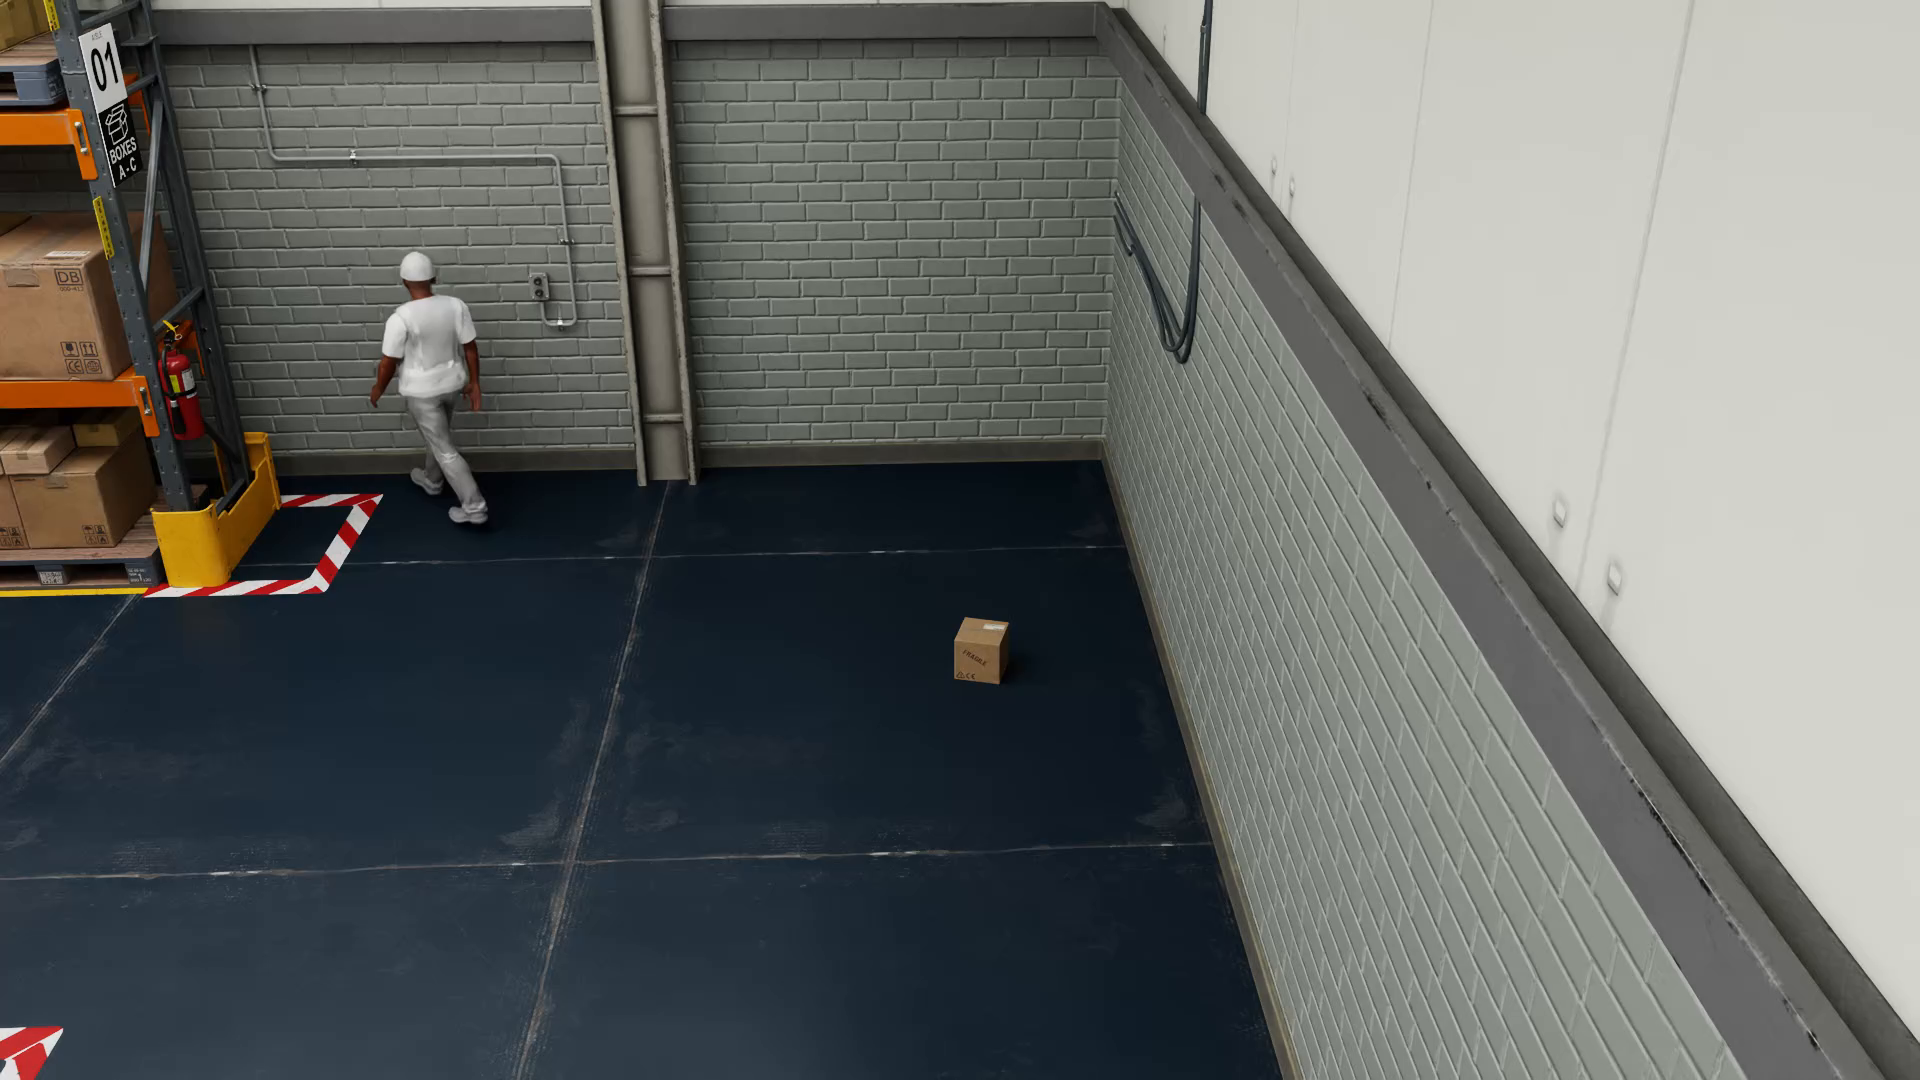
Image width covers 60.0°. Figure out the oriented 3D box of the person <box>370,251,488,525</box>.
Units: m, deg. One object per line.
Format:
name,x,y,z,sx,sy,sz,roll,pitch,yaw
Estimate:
person,-3.365,-0.978,10.480,0.991,1.731,0.588,20,34,34
